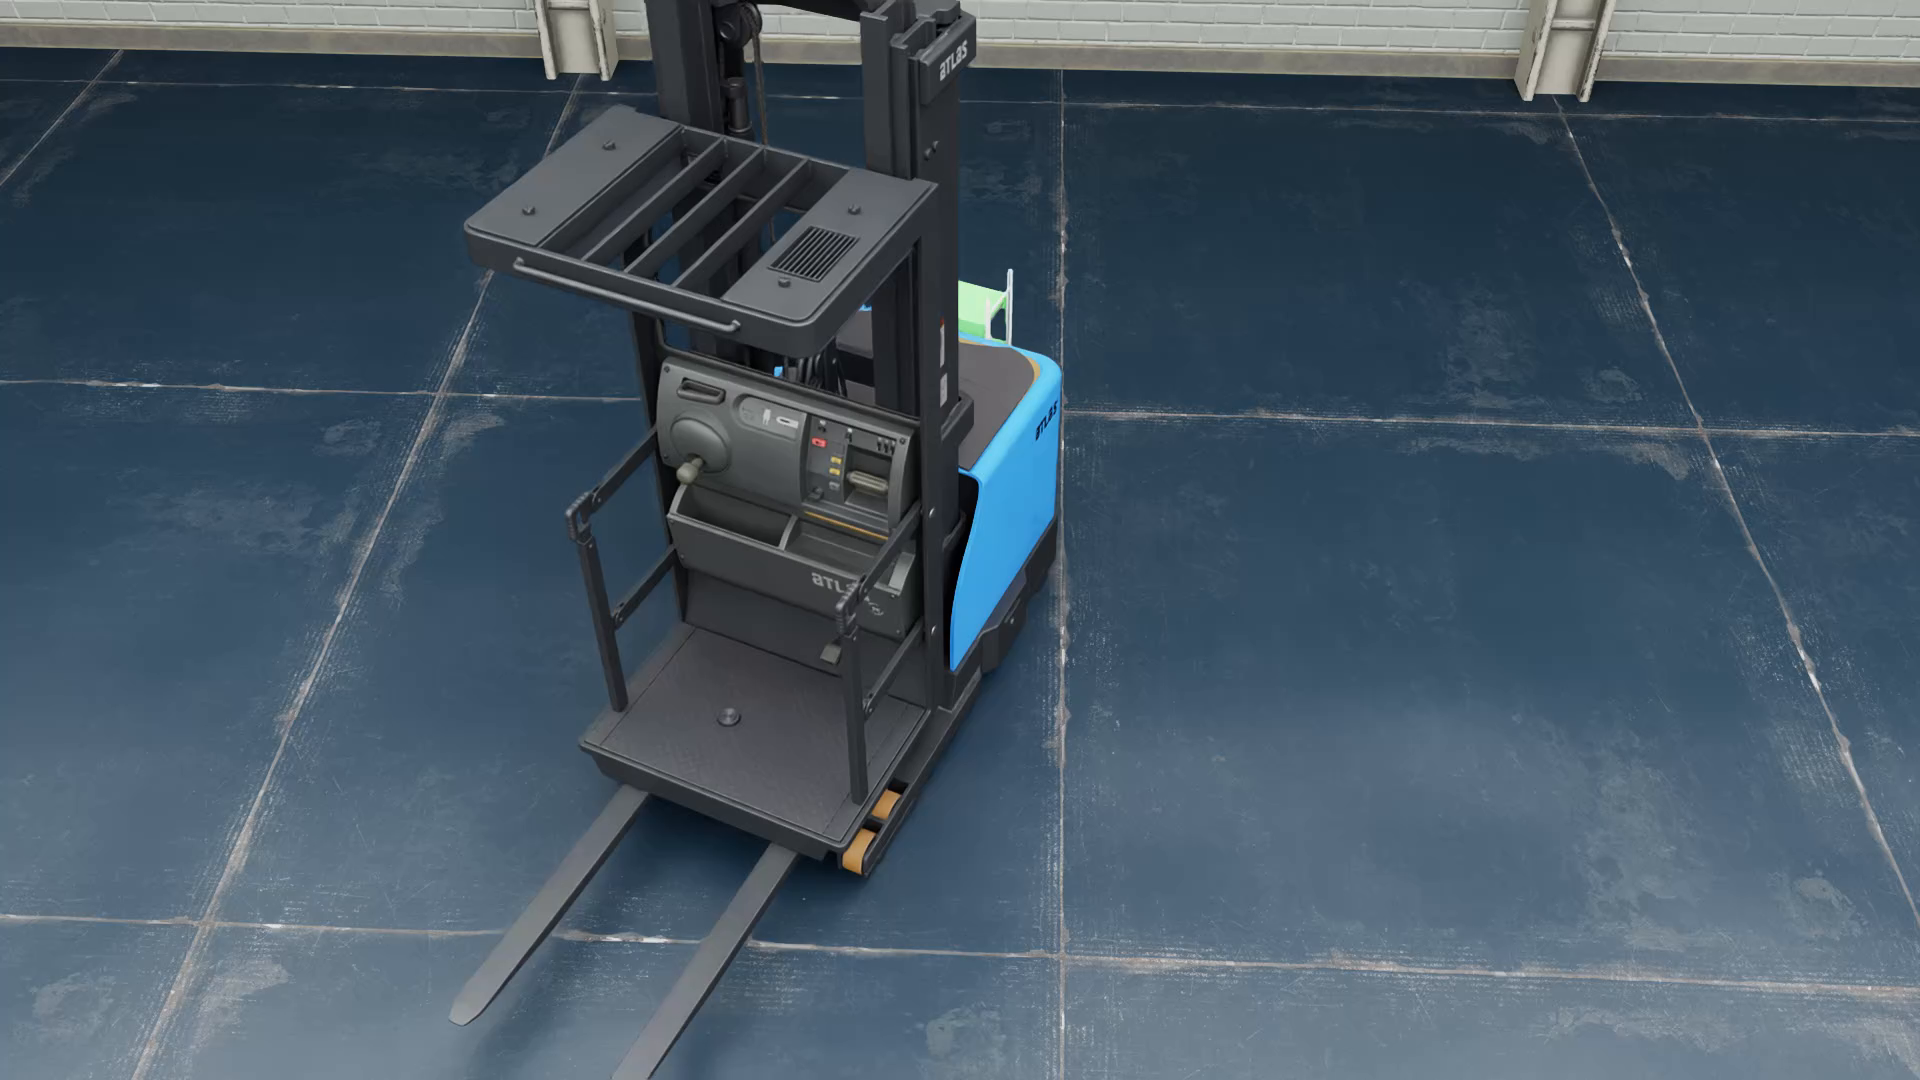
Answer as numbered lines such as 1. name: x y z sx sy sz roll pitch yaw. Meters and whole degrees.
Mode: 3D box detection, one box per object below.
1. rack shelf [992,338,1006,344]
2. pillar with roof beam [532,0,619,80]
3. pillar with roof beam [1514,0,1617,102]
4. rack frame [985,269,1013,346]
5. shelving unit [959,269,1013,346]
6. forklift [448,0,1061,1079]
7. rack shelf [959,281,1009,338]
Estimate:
1. rack shelf: -0.067 -0.769 6.937 0.480 0.148 0.258 18 46 18
2. pillar with roof beam: -2.555 -3.322 4.214 0.400 9.000 9.100 2 43 2
3. pillar with roof beam: 3.439 -3.137 4.016 0.400 9.000 9.100 2 43 2
4. rack frame: 0.155 -0.570 6.982 0.015 1.200 0.240 18 46 18
5. shelving unit: -0.067 -0.640 7.057 0.503 1.200 0.258 18 46 18
6. forklift: -0.680 -0.220 5.336 1.130 2.935 3.031 18 46 18
7. rack shelf: -0.067 -0.944 6.773 0.480 0.148 0.258 18 46 18
